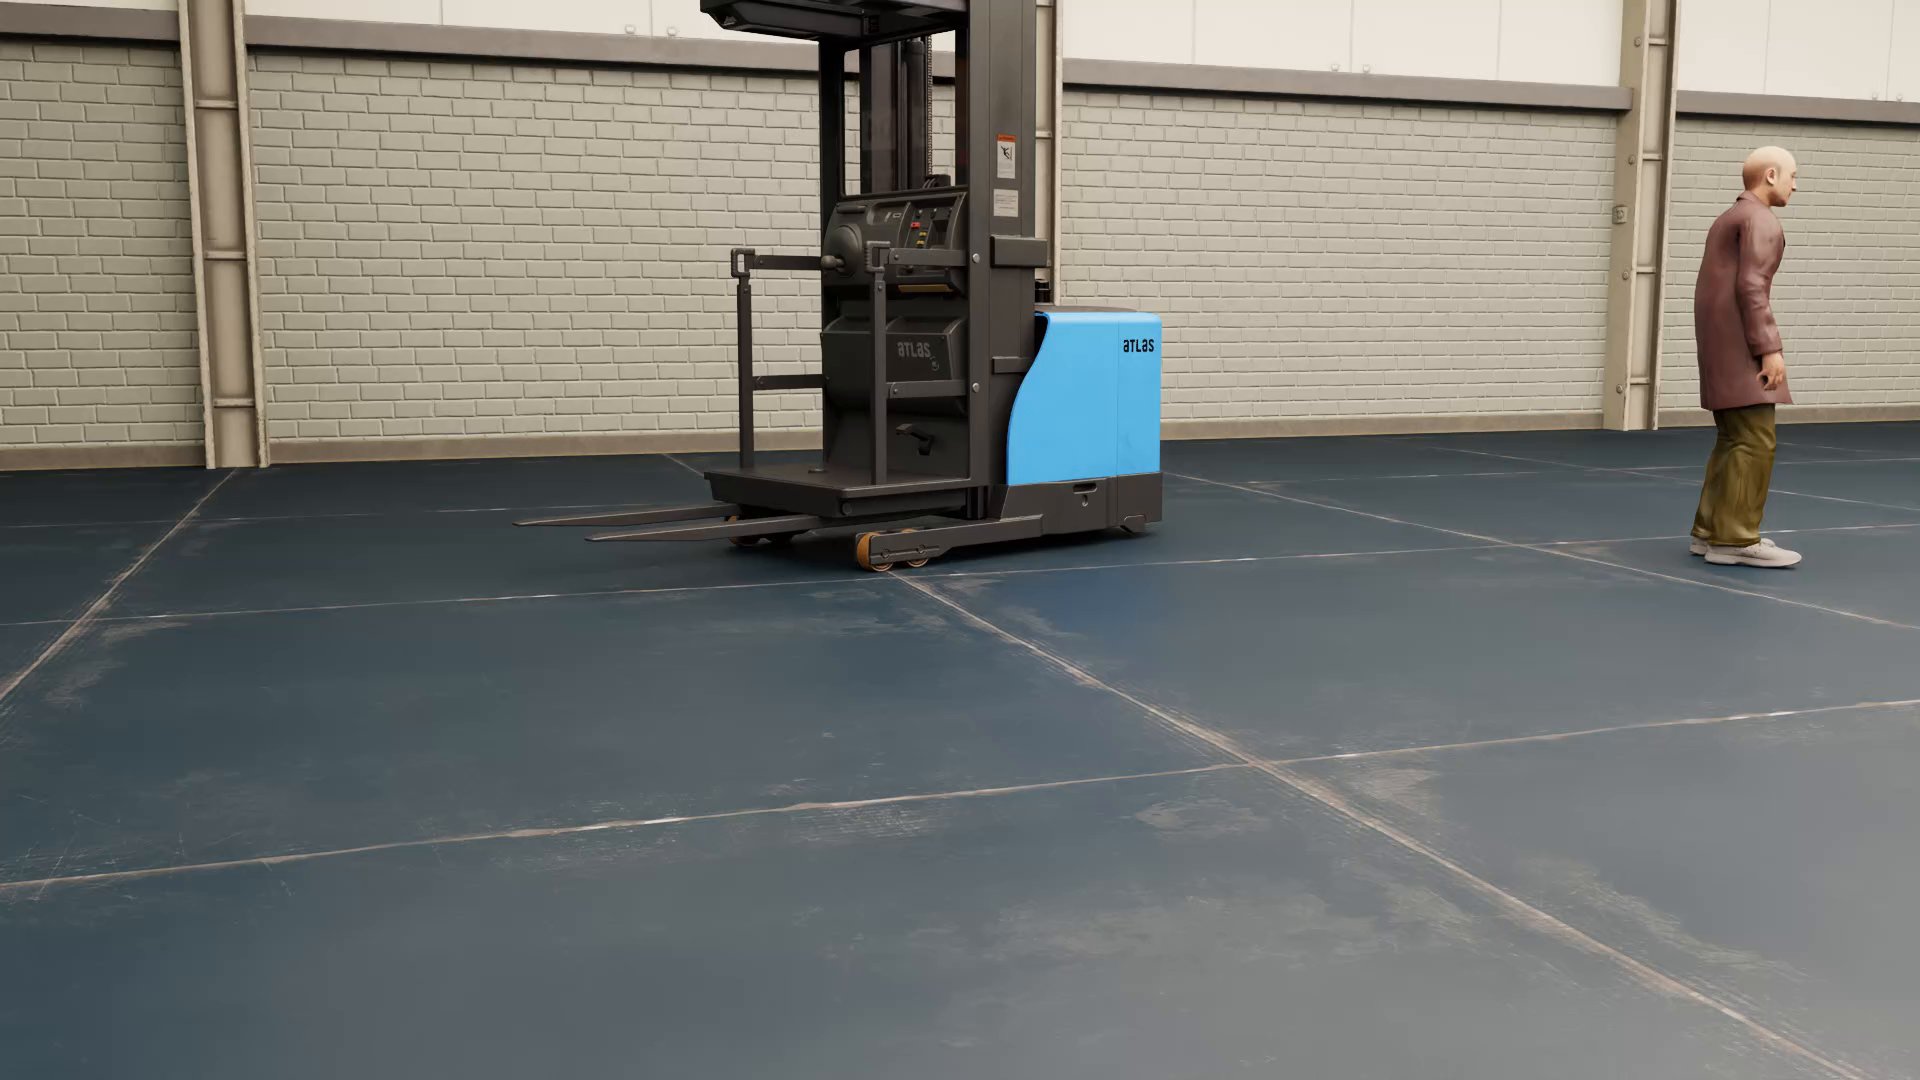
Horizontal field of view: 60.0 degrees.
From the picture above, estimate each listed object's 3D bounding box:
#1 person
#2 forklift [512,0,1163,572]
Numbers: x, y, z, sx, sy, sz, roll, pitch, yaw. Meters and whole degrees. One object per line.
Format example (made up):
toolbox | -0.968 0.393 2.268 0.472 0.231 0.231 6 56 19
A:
person | 3.400 -0.796 7.191 0.422 1.774 0.642 2 8 12
forklift | -0.461 -1.399 7.333 3.031 2.935 1.130 -7 10 -40
